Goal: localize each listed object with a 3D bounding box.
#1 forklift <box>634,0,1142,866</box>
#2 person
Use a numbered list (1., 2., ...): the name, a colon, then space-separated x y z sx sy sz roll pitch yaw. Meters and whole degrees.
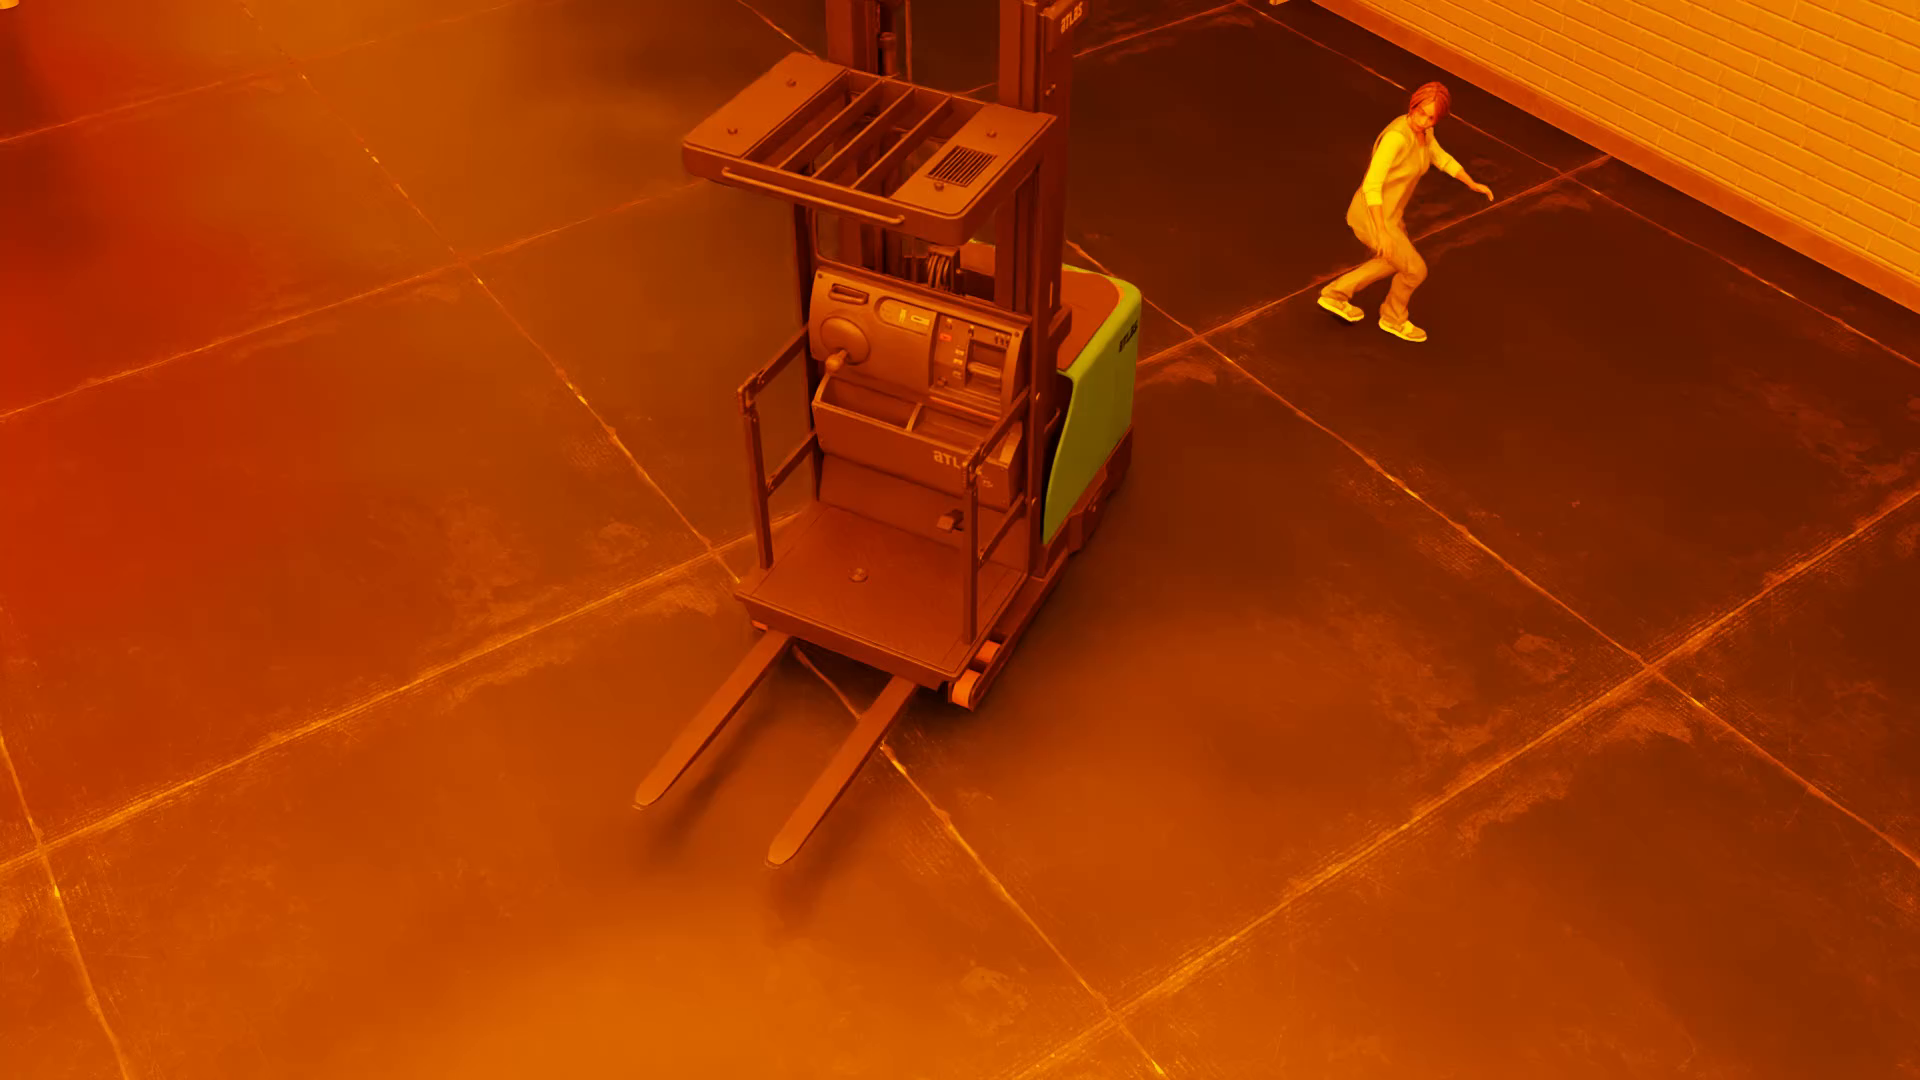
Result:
1. forklift: -0.279 -0.710 6.486 1.130 2.935 3.031 19 46 20
2. person: 2.301 -1.620 8.563 0.770 1.474 0.745 15 45 16
